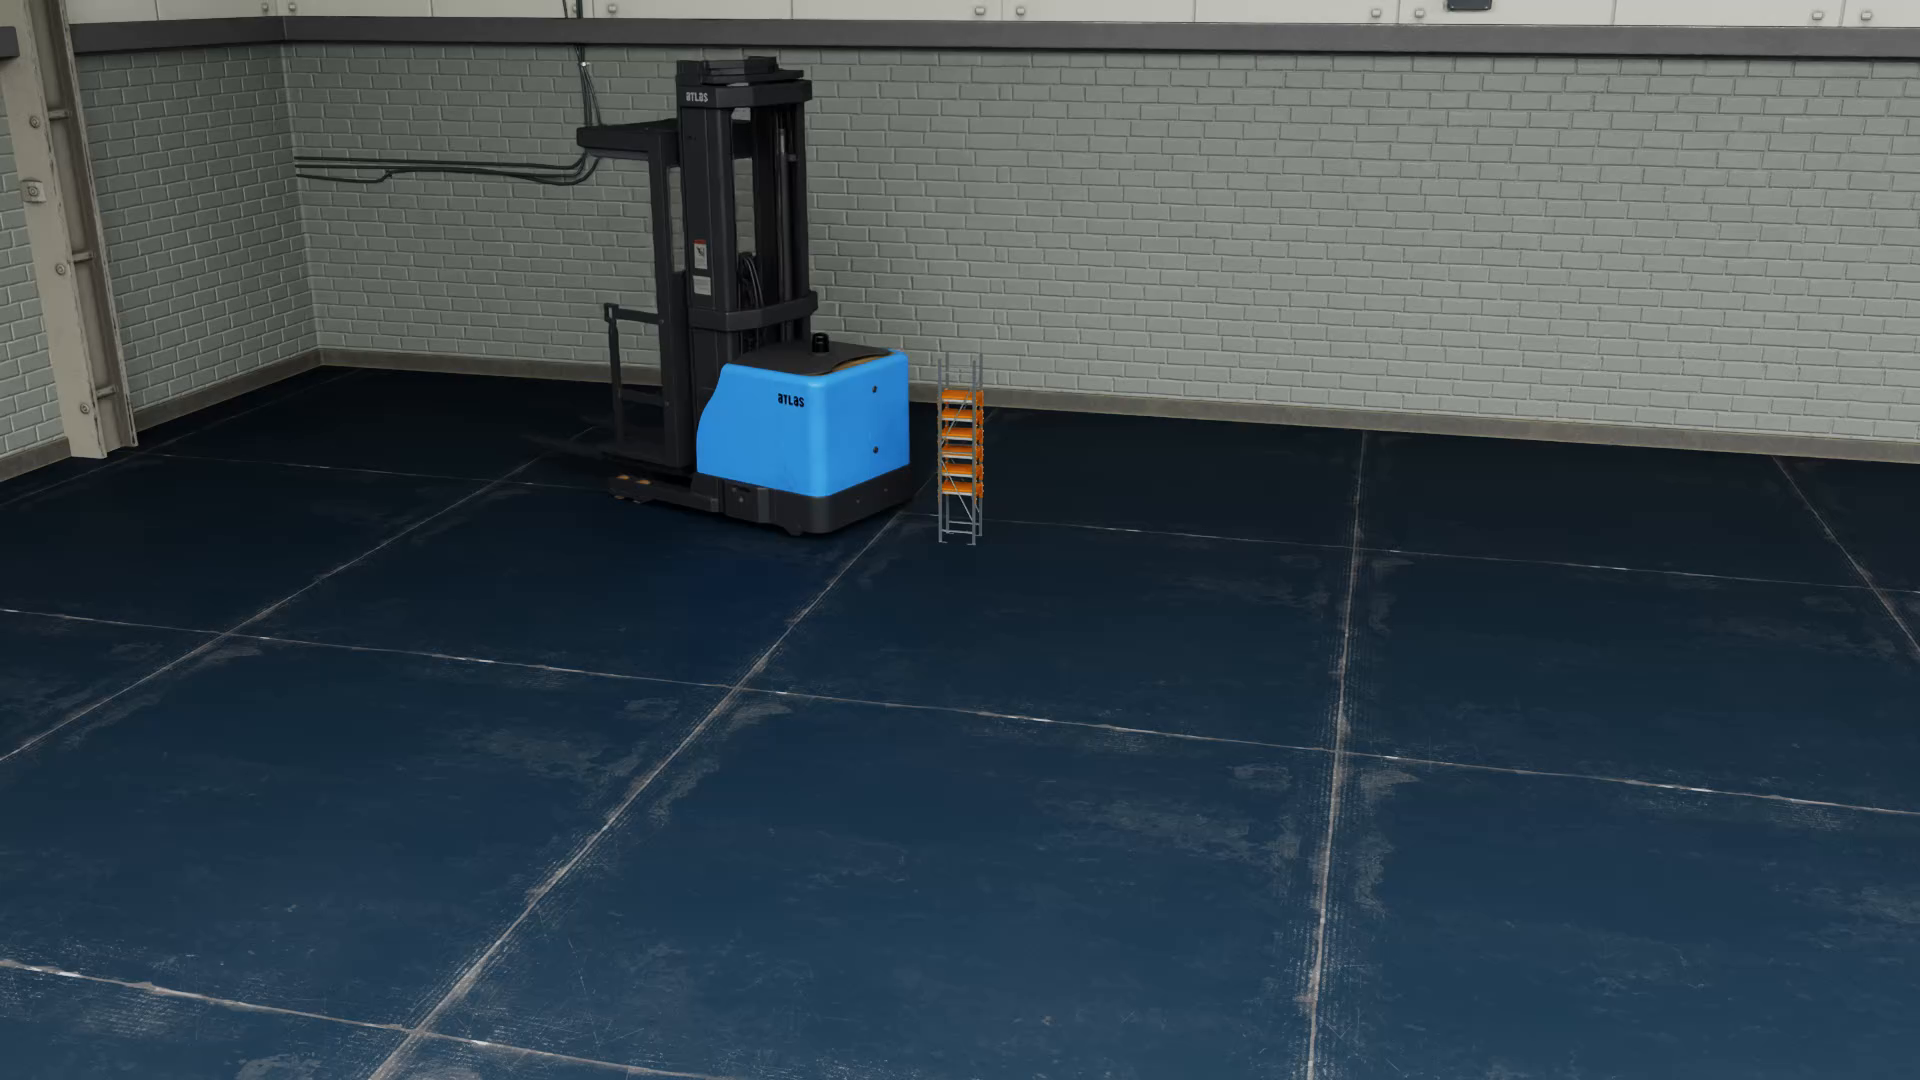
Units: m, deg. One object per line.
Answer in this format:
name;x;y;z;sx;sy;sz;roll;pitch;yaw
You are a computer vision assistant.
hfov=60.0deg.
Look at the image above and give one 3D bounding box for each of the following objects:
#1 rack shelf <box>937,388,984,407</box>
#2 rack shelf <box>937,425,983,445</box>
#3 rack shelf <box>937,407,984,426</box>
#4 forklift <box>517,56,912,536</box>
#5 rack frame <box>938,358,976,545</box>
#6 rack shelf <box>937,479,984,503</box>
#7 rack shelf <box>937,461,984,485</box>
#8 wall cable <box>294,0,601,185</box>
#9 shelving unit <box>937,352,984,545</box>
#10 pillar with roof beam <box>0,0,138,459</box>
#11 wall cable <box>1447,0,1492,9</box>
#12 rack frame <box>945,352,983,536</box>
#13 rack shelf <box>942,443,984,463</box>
rack shelf;0.004;-0.871;10.405;0.258;0.103;0.180;5;19;13
rack shelf;0.004;-0.644;10.482;0.258;0.103;0.180;5;19;13
rack shelf;0.004;-0.757;10.444;0.258;0.103;0.180;5;19;13
forklift;-1.830;-1.760;11.307;3.031;2.935;1.130;12;22;32
rack frame;-0.019;-0.544;10.423;0.240;1.200;0.006;5;19;13
rack shelf;0.004;-0.303;10.599;0.258;0.103;0.180;5;19;13
rack shelf;0.004;-0.417;10.560;0.258;0.103;0.180;5;19;13
wall cable;-4.533;-4.293;14.138;3.097;2.526;0.112;5;19;13
shelving unit;0.004;-0.572;10.507;0.258;1.200;0.189;5;19;13
pillar with roof beam;-2.361;-4.603;10.243;9.100;9.000;0.400;5;19;13
wall cable;4.668;-6.617;10.877;2.305;6.003;0.169;5;19;13
rack frame;0.026;-0.601;10.591;0.240;1.200;0.006;5;19;13
rack shelf;0.004;-0.530;10.521;0.258;0.103;0.180;5;19;13
